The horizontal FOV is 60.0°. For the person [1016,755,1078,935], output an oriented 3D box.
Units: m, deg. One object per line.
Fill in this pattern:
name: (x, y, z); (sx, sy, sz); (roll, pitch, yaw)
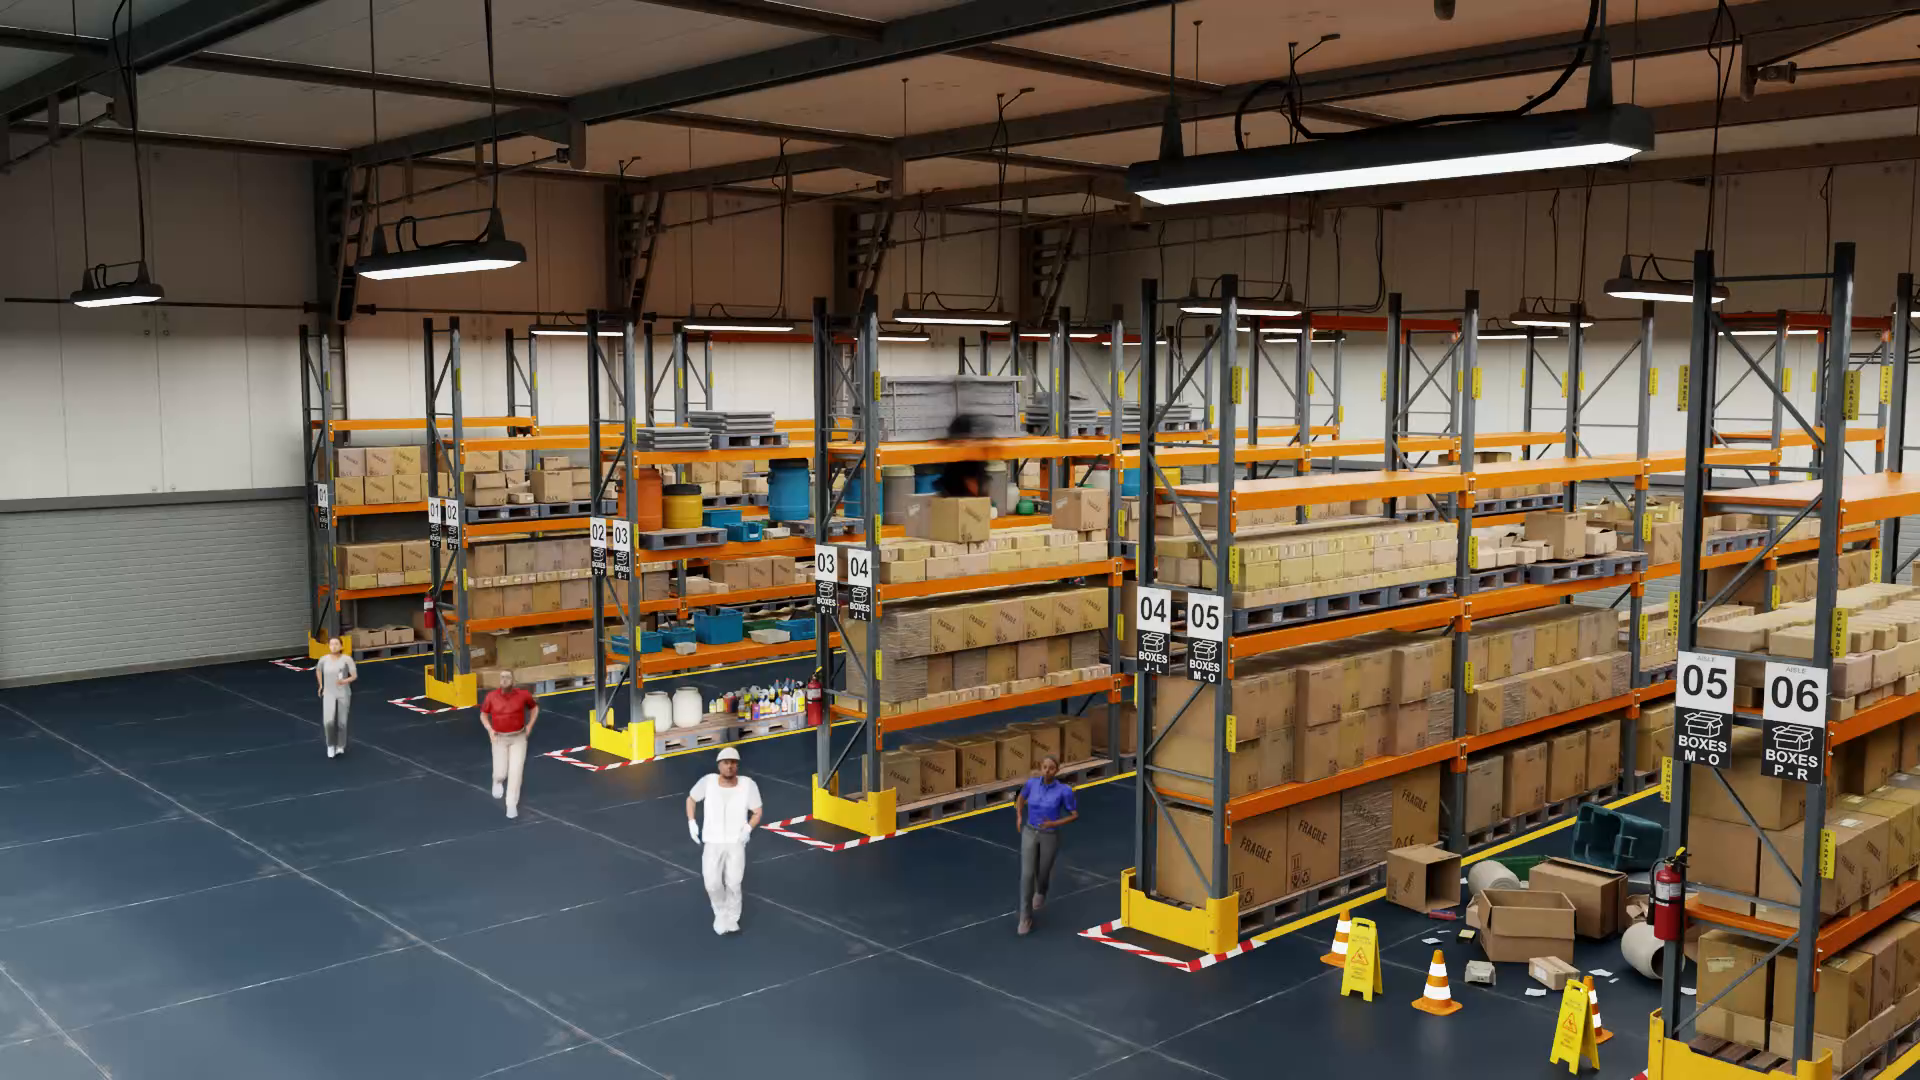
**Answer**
person: (0.808, 2.859, 15.577); (0.613, 1.570, 0.796); (2, 6, 16)

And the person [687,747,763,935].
person: (-2.146, 2.759, 15.190); (0.696, 1.735, 0.619); (-1, 6, -7)

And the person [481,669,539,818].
person: (-5.303, 2.357, 19.619); (0.666, 1.717, 0.749); (-1, 6, -13)

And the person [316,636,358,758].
person: (-8.321, 2.090, 22.207); (0.541, 1.642, 0.639); (-2, 6, -15)
